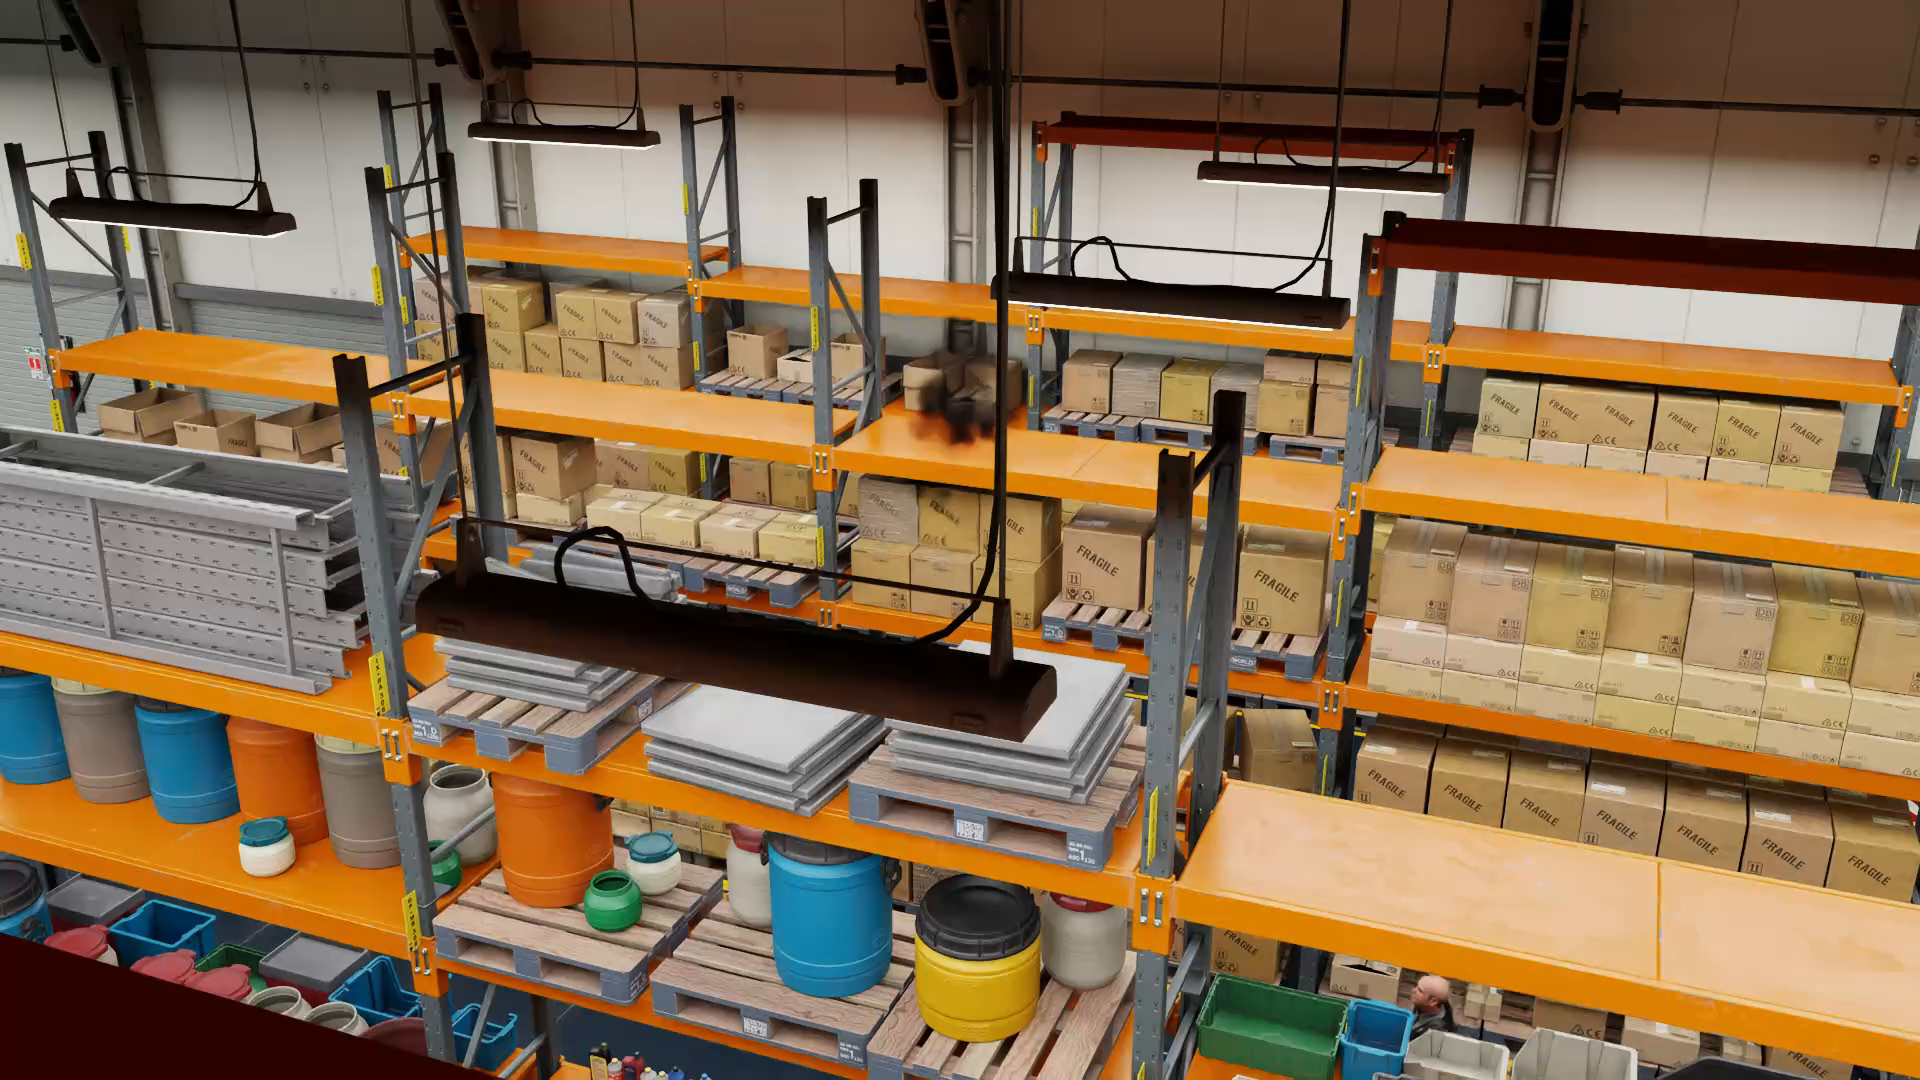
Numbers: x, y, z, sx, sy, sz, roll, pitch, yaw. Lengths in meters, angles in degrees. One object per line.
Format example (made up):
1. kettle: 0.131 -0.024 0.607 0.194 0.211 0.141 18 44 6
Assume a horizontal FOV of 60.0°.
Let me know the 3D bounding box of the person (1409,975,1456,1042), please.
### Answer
1. person: 3.063 3.541 10.771 0.616 1.674 0.651 4 21 9
